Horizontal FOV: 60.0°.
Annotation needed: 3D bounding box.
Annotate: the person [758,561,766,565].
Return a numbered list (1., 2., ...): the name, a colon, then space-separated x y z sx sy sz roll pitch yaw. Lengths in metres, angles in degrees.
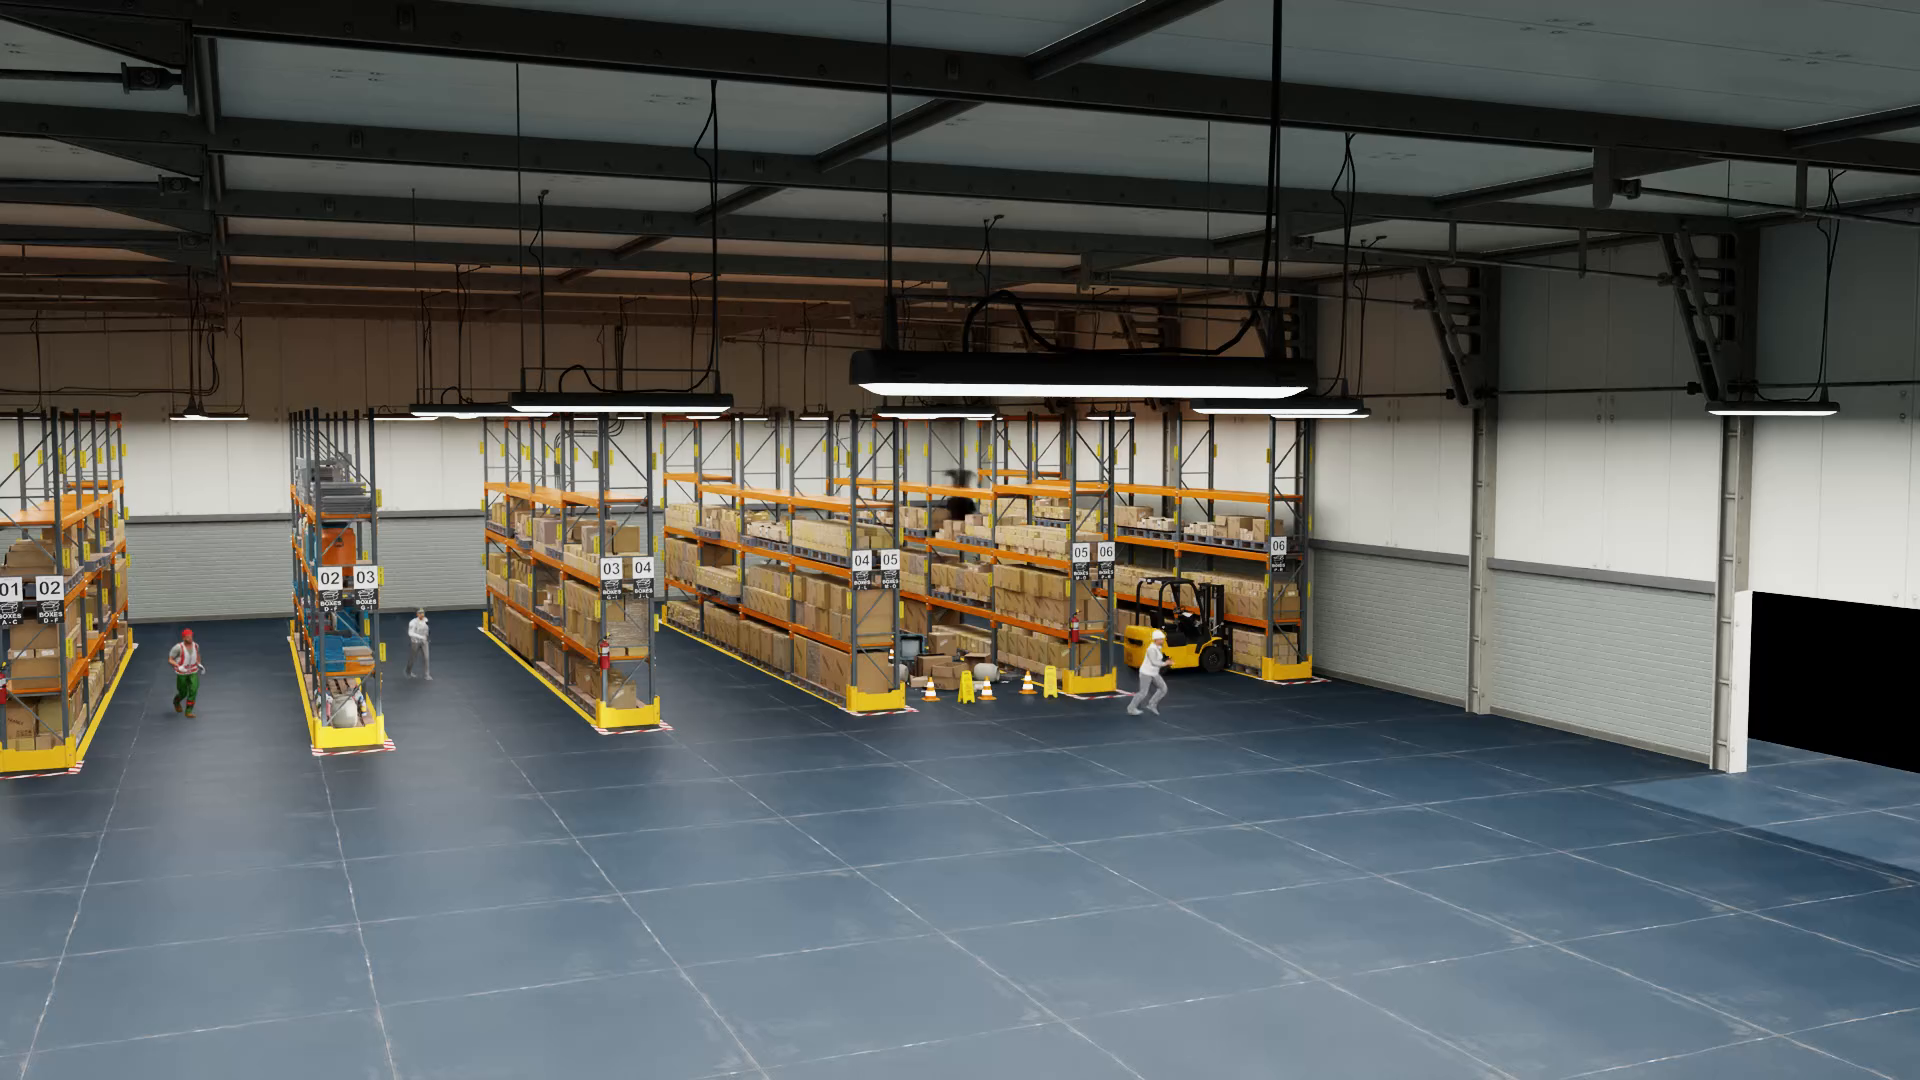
1. person: -5.586 1.480 48.440 0.980 1.733 0.722 1 4 10

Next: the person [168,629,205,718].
1. person: -15.131 2.593 32.466 0.790 1.737 0.632 4 6 44

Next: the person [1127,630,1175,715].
1. person: 3.740 2.603 32.452 0.961 1.710 0.651 2 4 26

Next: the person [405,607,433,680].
1. person: -12.018 2.278 36.909 0.558 1.620 0.943 -4 5 -43
